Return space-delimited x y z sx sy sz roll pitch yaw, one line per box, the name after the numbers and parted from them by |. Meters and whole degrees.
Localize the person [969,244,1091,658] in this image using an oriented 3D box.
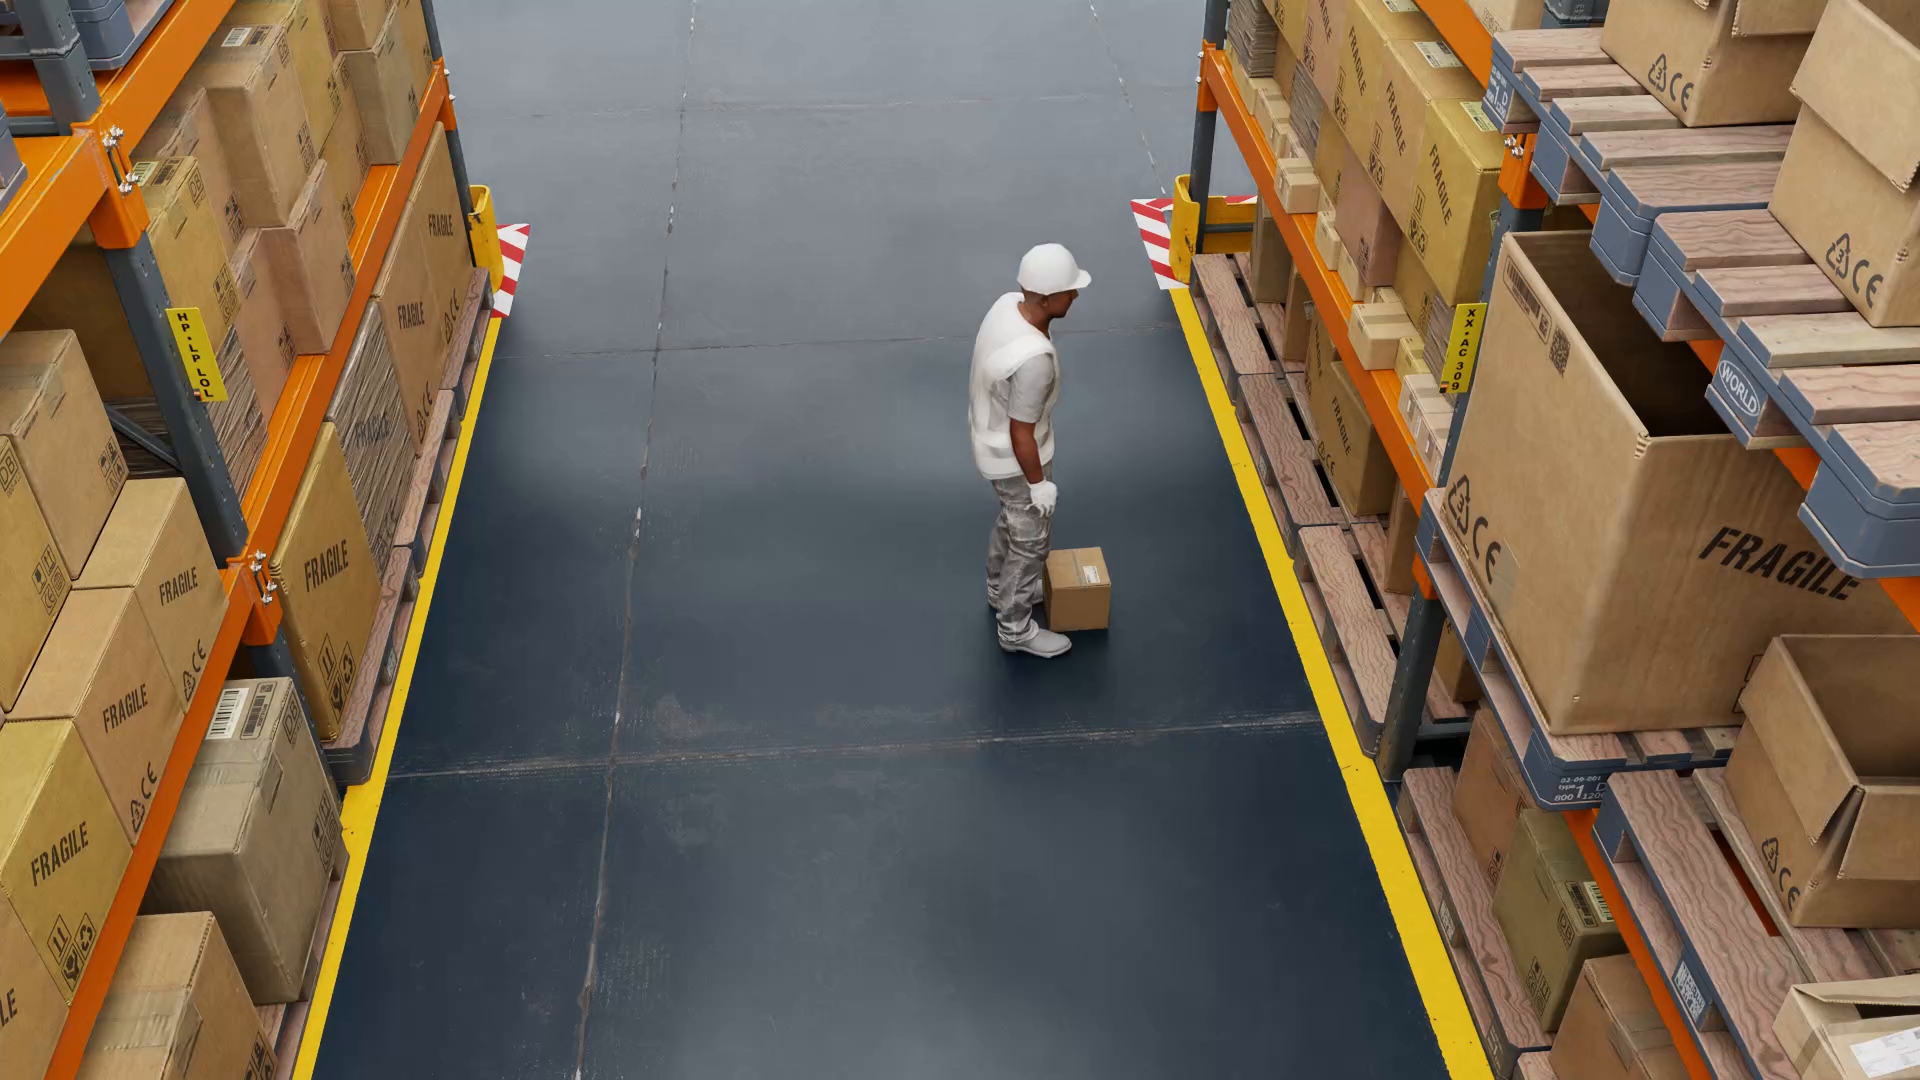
0.263 -0.356 6.589 0.446 1.774 0.619 -3 39 -4 | person
